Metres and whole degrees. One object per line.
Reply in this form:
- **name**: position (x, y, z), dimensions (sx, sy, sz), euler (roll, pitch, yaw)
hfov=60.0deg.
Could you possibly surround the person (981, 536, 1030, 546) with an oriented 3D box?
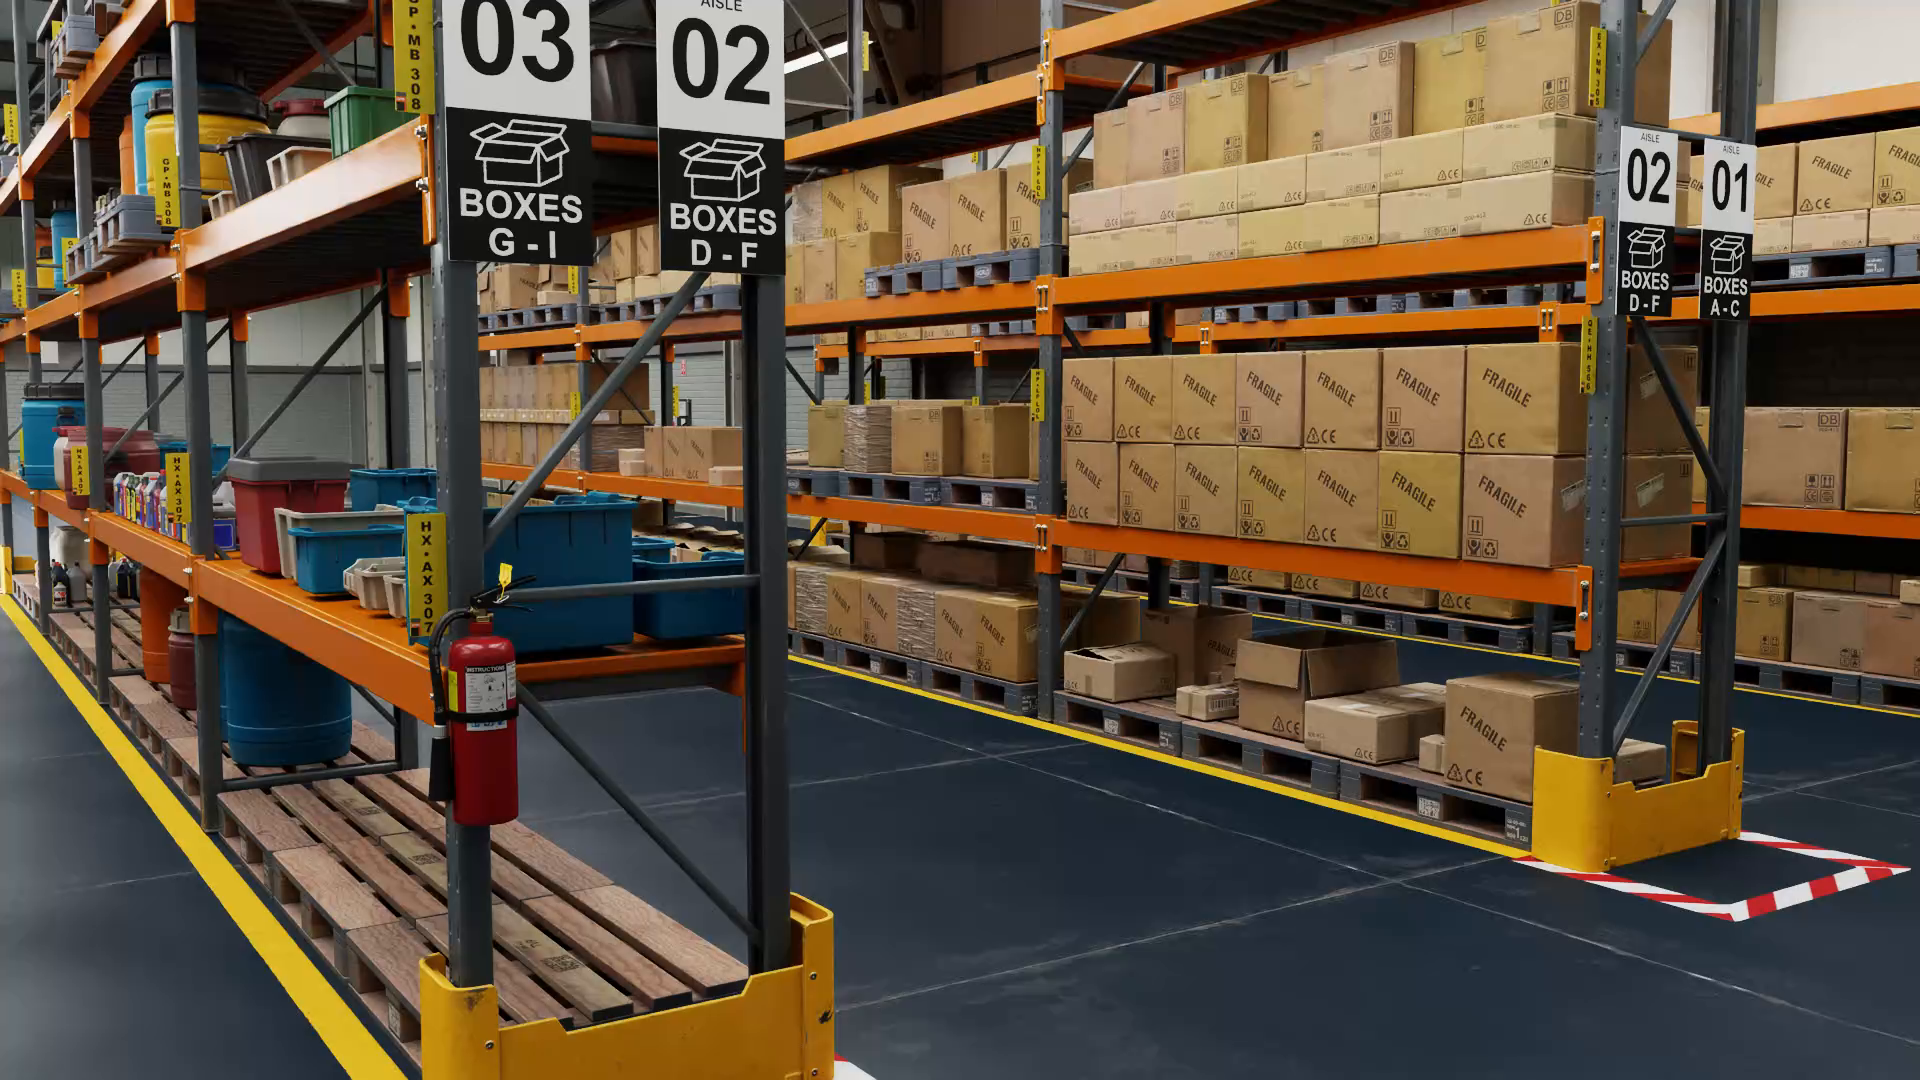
- **person**: position (0.386, -0.019, 14.791), dimensions (0.529, 1.663, 0.392), euler (-3, 6, -36)
